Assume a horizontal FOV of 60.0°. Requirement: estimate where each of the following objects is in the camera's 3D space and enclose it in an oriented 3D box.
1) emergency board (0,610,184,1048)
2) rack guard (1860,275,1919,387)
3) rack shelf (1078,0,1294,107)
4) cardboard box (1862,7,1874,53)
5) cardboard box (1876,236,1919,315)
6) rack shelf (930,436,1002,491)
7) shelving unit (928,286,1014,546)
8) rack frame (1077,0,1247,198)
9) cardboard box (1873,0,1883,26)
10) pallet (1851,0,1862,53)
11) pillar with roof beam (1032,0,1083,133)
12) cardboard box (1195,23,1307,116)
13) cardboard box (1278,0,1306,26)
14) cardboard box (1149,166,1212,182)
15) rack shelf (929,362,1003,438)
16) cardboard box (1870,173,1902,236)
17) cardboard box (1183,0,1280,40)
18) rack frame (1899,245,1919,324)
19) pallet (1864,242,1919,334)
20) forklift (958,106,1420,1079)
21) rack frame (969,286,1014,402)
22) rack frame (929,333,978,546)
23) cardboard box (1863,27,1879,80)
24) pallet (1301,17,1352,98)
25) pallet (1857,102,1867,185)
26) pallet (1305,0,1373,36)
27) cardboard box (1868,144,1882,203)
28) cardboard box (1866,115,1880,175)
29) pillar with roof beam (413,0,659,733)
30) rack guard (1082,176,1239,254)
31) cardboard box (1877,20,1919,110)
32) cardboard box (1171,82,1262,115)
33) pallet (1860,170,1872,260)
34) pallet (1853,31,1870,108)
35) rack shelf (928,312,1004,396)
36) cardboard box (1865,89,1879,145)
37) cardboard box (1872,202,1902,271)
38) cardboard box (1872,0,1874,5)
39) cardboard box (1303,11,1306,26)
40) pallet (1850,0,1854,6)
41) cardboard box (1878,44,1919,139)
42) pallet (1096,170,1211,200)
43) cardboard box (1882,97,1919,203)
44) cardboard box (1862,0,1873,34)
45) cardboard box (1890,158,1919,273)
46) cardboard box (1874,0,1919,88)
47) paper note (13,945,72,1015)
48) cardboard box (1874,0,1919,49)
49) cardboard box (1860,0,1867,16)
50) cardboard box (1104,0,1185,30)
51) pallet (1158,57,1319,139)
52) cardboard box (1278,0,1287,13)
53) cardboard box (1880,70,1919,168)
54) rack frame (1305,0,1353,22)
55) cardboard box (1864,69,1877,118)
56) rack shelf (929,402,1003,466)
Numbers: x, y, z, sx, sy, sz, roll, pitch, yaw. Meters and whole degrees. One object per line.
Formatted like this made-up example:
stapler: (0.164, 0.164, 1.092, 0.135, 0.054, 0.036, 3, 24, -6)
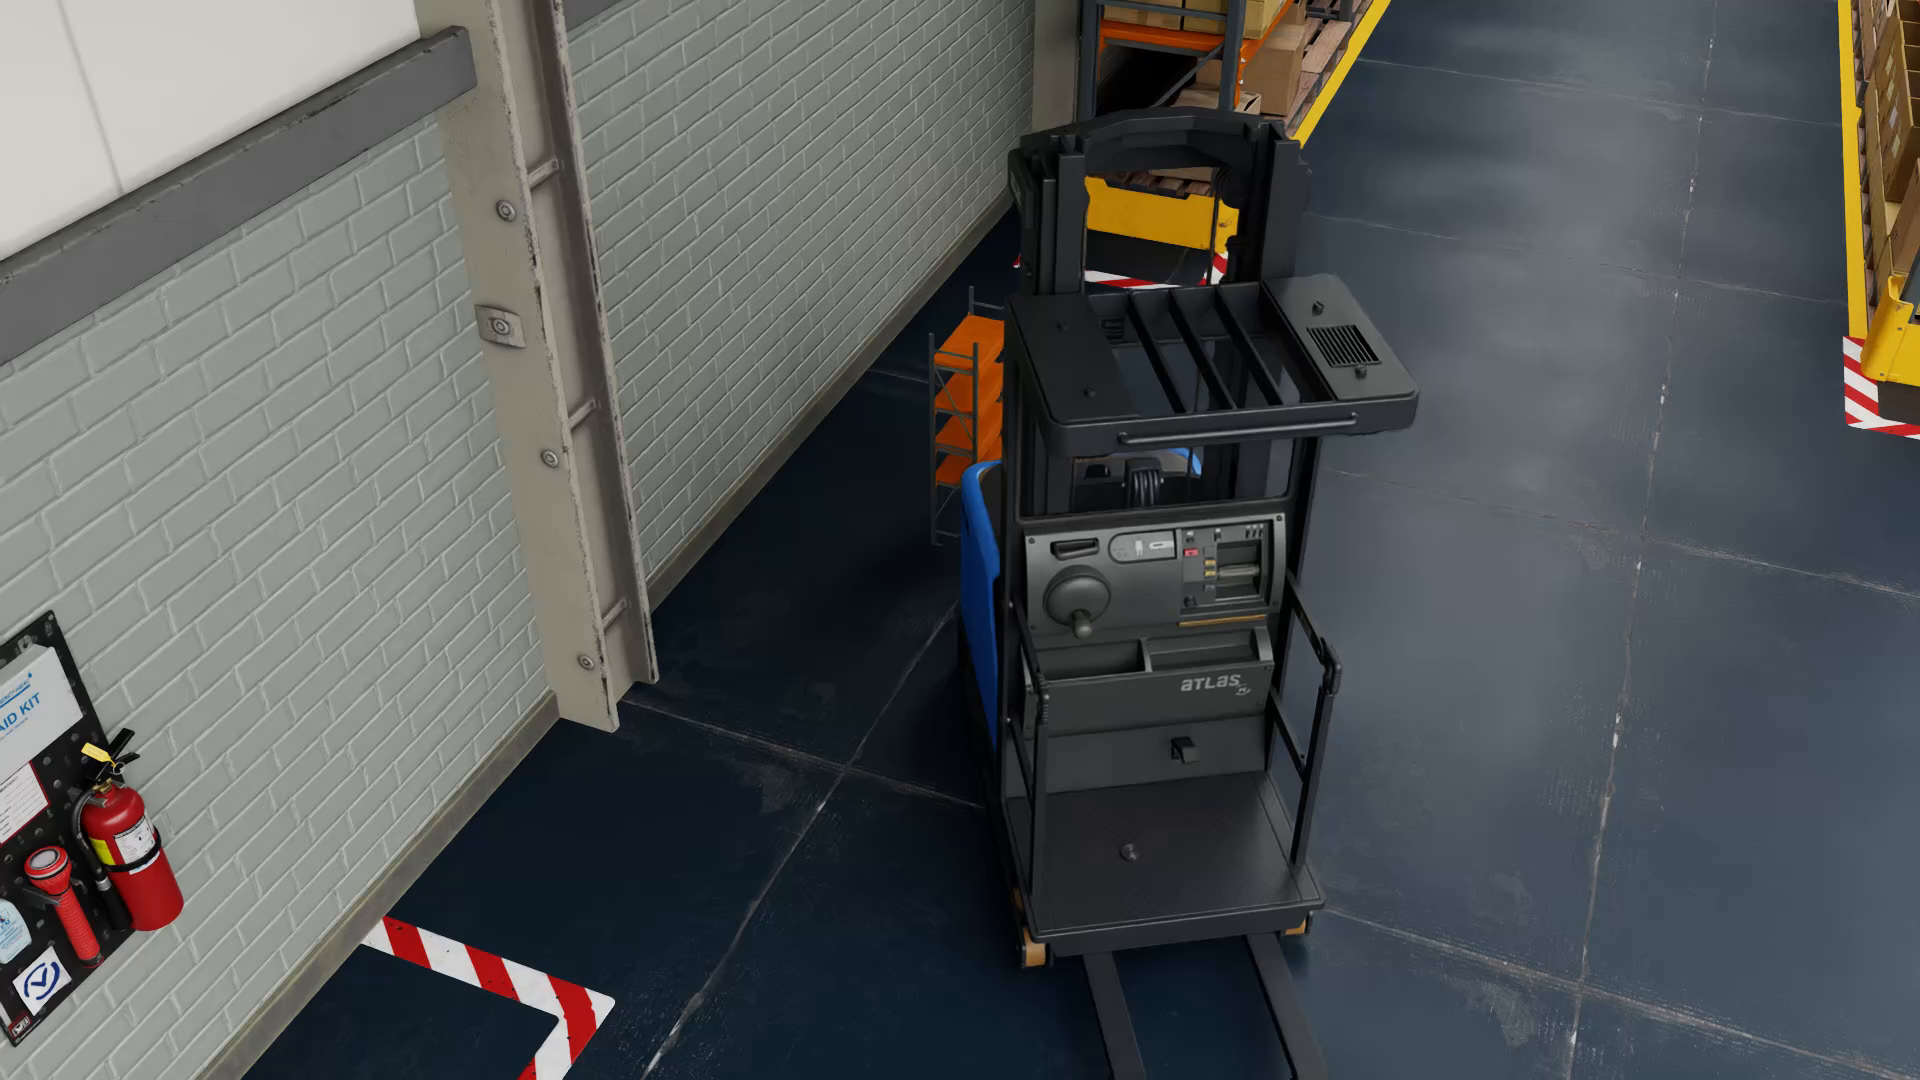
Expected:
emergency board: (-2.549, 0.852, 4.706, 0.194, 1.169, 0.643, 14, 39, 18)
rack guard: (5.816, -1.104, 9.411, 1.175, 0.500, 0.348, 14, 39, 18)
rack shelf: (2.004, -4.064, 11.884, 1.077, 0.370, 4.000, 14, 39, 18)
cardboard box: (7.431, -3.975, 13.110, 0.500, 0.250, 0.500, 13, 39, 17)
cardboard box: (5.756, -1.549, 9.865, 0.500, 0.250, 0.500, 14, 39, 18)
rack shelf: (0.063, -0.359, 8.274, 0.258, 0.148, 0.480, 14, 39, 18)
shelving unit: (0.063, -0.572, 8.115, 0.258, 1.200, 0.503, 14, 39, 18)
rack frame: (1.243, -3.245, 10.187, 1.000, 3.000, 0.127, 14, 39, 18)
cardboard box: (7.428, -4.203, 12.947, 0.500, 0.311, 0.500, 15, 39, 19)
pallet: (8.054, -4.311, 13.942, 1.003, 0.211, 1.213, 14, 39, 18)
pillar with roof beam: (4.690, -5.251, 7.861, 9.100, 9.000, 0.400, 14, 39, 18)
cardboard box: (2.131, -3.493, 12.239, 0.700, 0.500, 0.500, 11, 38, 15)
cardboard box: (2.407, -4.050, 12.986, 0.500, 0.500, 0.500, 11, 38, 14)
cardboard box: (1.589, -2.706, 11.345, 0.500, 0.311, 0.500, 10, 38, 13)
rack shelf: (0.063, -0.698, 8.021, 0.258, 0.148, 0.480, 14, 39, 18)
cardboard box: (6.124, -2.106, 10.610, 0.500, 0.250, 0.500, 14, 39, 18)
cardboard box: (1.722, -3.390, 10.491, 0.500, 0.250, 0.500, 13, 39, 16)
rack frame: (5.825, -2.118, 8.680, 1.000, 3.000, 0.127, 14, 39, 18)
pallet: (6.077, -1.434, 10.094, 1.003, 0.211, 1.213, 14, 39, 18)
forklift: (0.720, 0.188, 5.652, 1.130, 2.935, 3.031, -5, 37, -7)
rack frame: (0.156, -0.707, 8.296, 0.240, 1.200, 0.015, 14, 39, 18)
rack frame: (-0.030, -0.437, 7.934, 0.240, 1.200, 0.015, 14, 39, 18)
cardboard box: (7.237, -3.695, 12.736, 0.500, 0.250, 0.500, 13, 39, 17)
pallet: (2.542, -3.962, 13.476, 1.003, 0.211, 1.213, 14, 39, 18)
pallet: (7.006, -2.785, 11.901, 1.003, 0.211, 1.213, 14, 39, 18)
pallet: (3.060, -4.774, 14.562, 1.003, 0.211, 1.213, 14, 39, 18)
cardboard box: (6.316, -2.383, 10.980, 0.500, 0.250, 0.500, 14, 39, 18)
cardboard box: (6.500, -2.661, 11.352, 0.500, 0.250, 0.500, 14, 39, 18)
pillar with roof beam: (2.407, -1.930, 3.417, 9.100, 9.000, 0.400, 14, 39, 18)
rack guard: (1.272, -2.285, 10.992, 1.175, 0.500, 0.348, 14, 39, 18)
cardboard box: (6.698, -3.236, 11.495, 0.500, 0.500, 0.500, 14, 39, 18)
cardboard box: (1.806, -3.022, 11.768, 0.500, 0.311, 0.500, 17, 40, 21)
pallet: (6.543, -2.107, 10.995, 1.003, 0.211, 1.213, 14, 39, 18)
pallet: (7.591, -3.633, 13.035, 1.003, 0.211, 1.213, 14, 39, 18)
rack shelf: (0.063, -0.887, 7.880, 0.258, 0.148, 0.480, 14, 39, 18)
cardboard box: (6.695, -2.936, 11.721, 0.500, 0.250, 0.500, 14, 39, 18)
cardboard box: (5.935, -1.829, 10.239, 0.500, 0.250, 0.500, 14, 39, 18)
cardboard box: (7.620, -4.479, 13.316, 0.500, 0.311, 0.500, 14, 39, 18)
cardboard box: (2.589, -4.198, 13.461, 0.380, 0.166, 0.250, 9, 38, 12)
pallet: (8.520, -4.984, 14.843, 1.003, 0.211, 1.213, 14, 39, 18)
cardboard box: (6.501, -2.961, 11.127, 0.500, 0.500, 0.500, 14, 39, 18)
pallet: (1.613, -2.612, 11.669, 1.003, 0.211, 1.213, 14, 39, 18)
cardboard box: (6.121, -2.407, 10.386, 0.500, 0.500, 0.500, 14, 39, 18)
cardboard box: (7.625, -4.258, 13.489, 0.500, 0.250, 0.500, 15, 39, 19)
cardboard box: (5.754, -1.850, 9.641, 0.500, 0.500, 0.500, 14, 39, 18)
cardboard box: (6.881, -3.515, 11.868, 0.500, 0.500, 0.500, 14, 39, 18)
paper note: (-2.681, 1.287, 4.859, 0.016, 0.148, 0.142, 14, 39, 18)
cardboard box: (7.236, -3.914, 12.560, 0.500, 0.311, 0.500, 14, 39, 18)
cardboard box: (7.820, -4.540, 13.866, 0.500, 0.250, 0.500, 15, 39, 19)
cardboard box: (1.241, -3.496, 10.631, 0.500, 0.250, 0.500, 14, 39, 18)
pallet: (2.079, -3.285, 12.570, 1.003, 0.211, 1.213, 14, 39, 18)
cardboard box: (1.906, -3.681, 10.880, 0.500, 0.250, 0.500, 13, 39, 16)
cardboard box: (6.312, -2.684, 10.756, 0.500, 0.500, 0.500, 14, 39, 18)
rack frame: (2.765, -5.459, 13.150, 1.000, 3.000, 0.127, 14, 39, 18)
cardboard box: (6.890, -3.212, 12.089, 0.500, 0.250, 0.500, 14, 39, 18)
rack shelf: (0.063, -0.518, 8.155, 0.258, 0.148, 0.480, 14, 39, 18)
